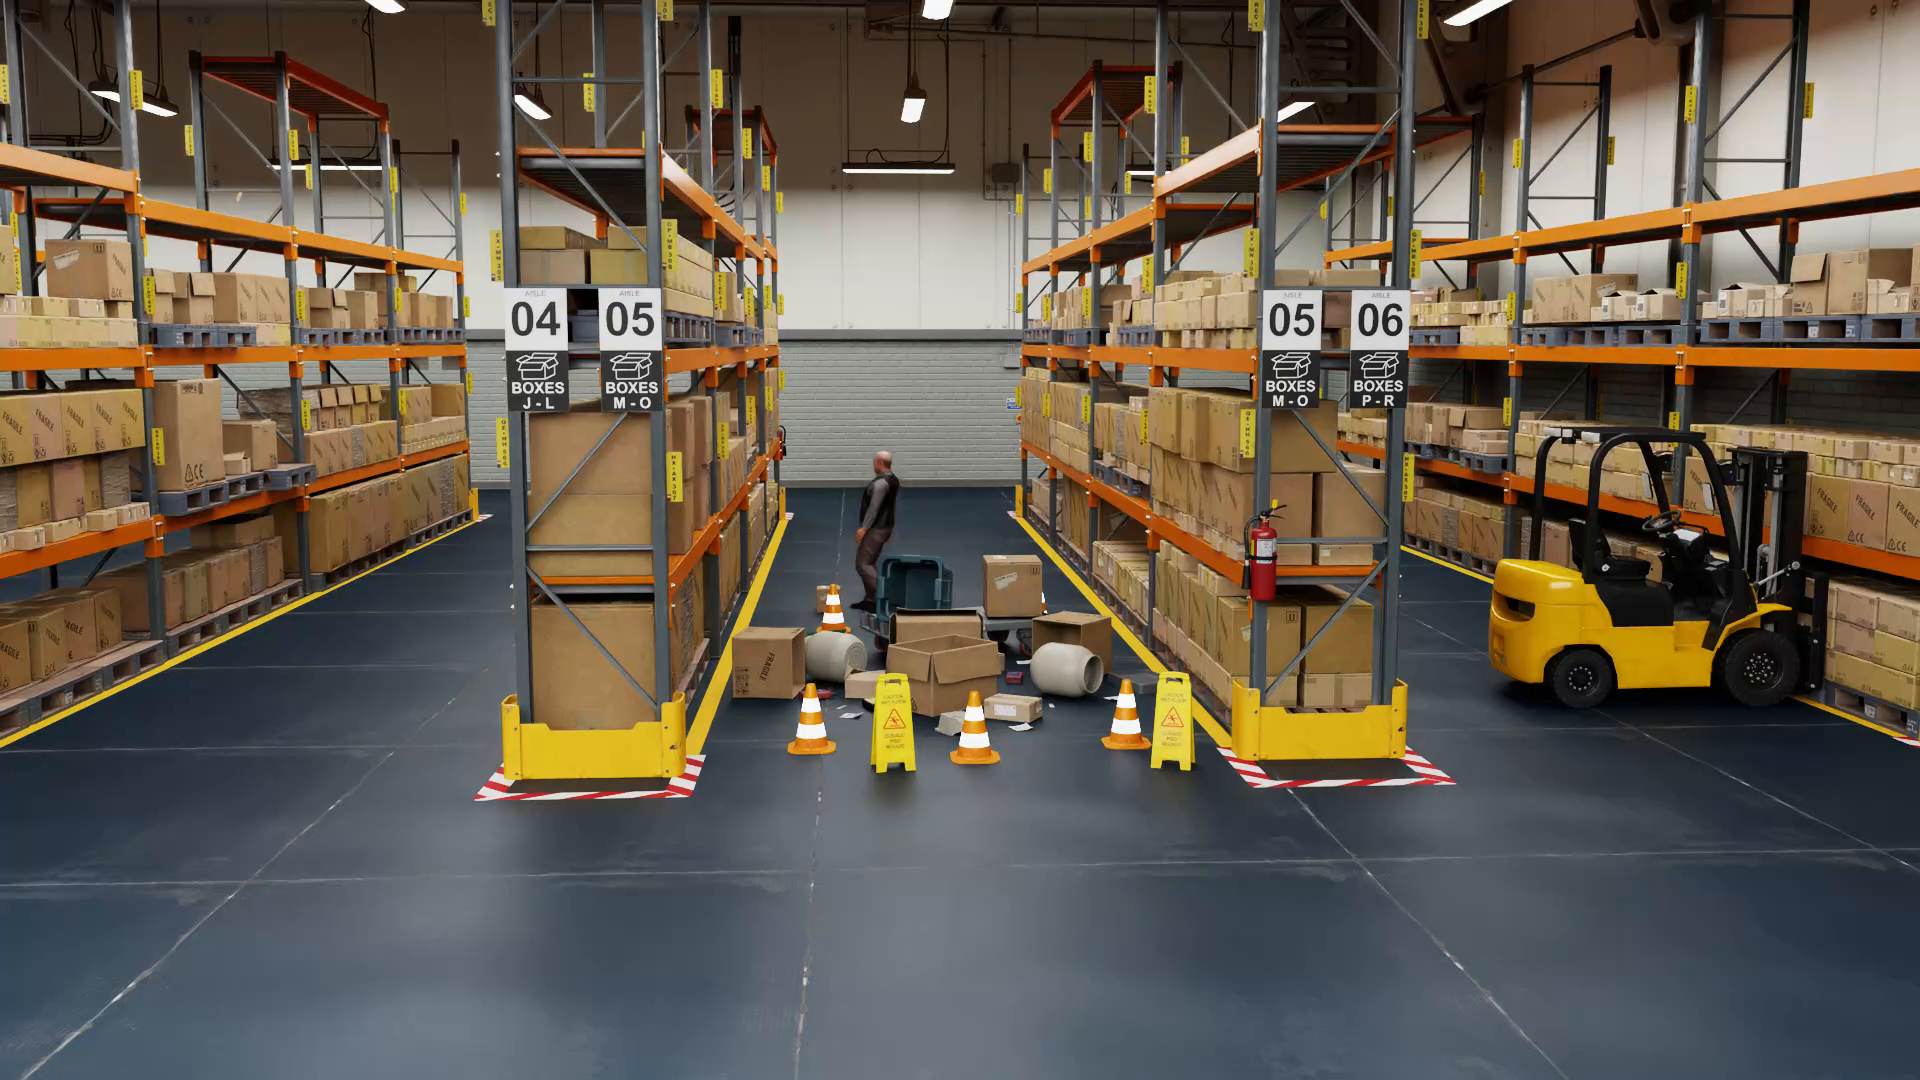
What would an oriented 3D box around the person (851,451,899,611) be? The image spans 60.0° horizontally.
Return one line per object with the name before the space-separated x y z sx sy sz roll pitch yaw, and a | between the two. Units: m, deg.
person | -0.938 -0.102 17.757 0.528 1.709 0.604 1 7 12
